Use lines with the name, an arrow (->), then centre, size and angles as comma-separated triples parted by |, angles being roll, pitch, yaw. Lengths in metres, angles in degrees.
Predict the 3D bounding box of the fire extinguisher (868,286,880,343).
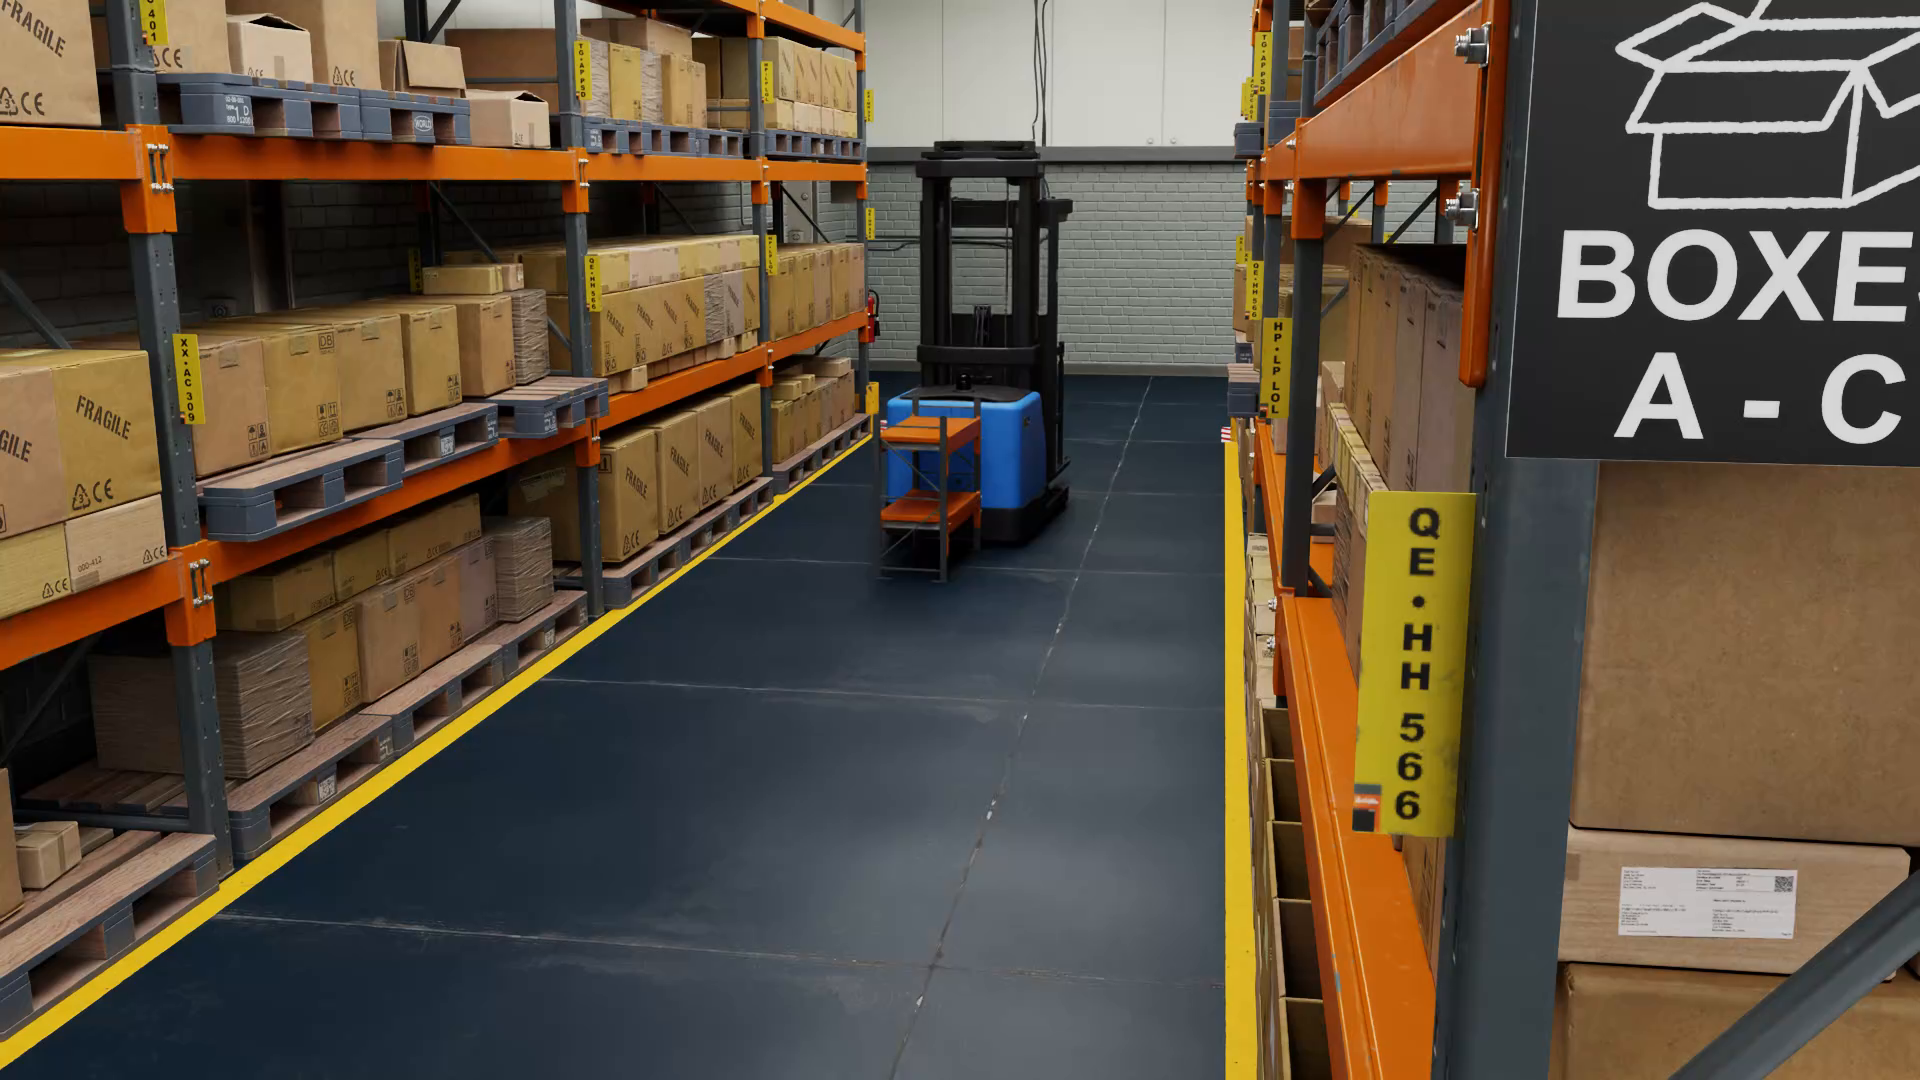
fire extinguisher -> -1.004, -2.468, 17.894 | 0.296, 0.674, 0.183 | 2, 12, 9

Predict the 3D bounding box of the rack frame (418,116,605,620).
rack frame -> -2.713, -1.006, 10.042 | 1.000, 3.000, 0.127 | 2, 12, 9

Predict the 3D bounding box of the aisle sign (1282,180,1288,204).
aisle sign -> 3.133, -3.806, 16.865 | 0.394, 0.787, 0.004 | 2, 12, 9

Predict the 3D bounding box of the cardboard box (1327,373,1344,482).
cardboard box -> 1.859, -0.436, 7.159 | 0.500, 0.500, 0.500 | 2, 12, 9

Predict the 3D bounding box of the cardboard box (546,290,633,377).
cardboard box -> -2.386, -1.303, 10.429 | 0.500, 0.500, 0.500 | 2, 12, 10

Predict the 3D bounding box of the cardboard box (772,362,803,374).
cardboard box -> -1.786, -1.698, 16.649 | 0.380, 0.149, 0.250 | 2, 12, 9

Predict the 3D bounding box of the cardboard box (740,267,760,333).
cardboard box -> -1.920, -1.939, 13.378 | 0.500, 0.500, 0.500 | 2, 12, 8

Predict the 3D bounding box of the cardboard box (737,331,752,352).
cardboard box -> -1.886, -1.593, 13.314 | 0.380, 0.149, 0.250 | 2, 12, 10

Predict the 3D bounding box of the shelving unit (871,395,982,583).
shelving unit -> -0.215, -0.379, 11.584 | 0.538, 1.125, 1.048 | 3, 12, 13

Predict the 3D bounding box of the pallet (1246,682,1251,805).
pallet -> 1.827, 0.940, 7.631 | 1.003, 0.211, 1.213 | 2, 12, 9

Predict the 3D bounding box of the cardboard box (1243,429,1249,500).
cardboard box -> 2.482, -0.579, 12.951 | 0.500, 0.500, 0.500 | 1, 12, 6

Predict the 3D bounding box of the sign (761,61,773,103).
sign -> -1.561, -3.696, 13.430 | 0.100, 0.325, 0.005 | 2, 12, 9

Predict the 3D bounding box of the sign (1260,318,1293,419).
sign -> 1.029, -0.557, 5.396 | 0.100, 0.325, 0.005 | 2, 12, 9

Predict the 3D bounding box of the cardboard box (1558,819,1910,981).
cardboard box -> 0.822, 0.367, 1.893 | 0.380, 0.149, 0.250 | 2, 12, 8

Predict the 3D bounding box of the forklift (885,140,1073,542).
forklift -> 0.283, -1.685, 13.354 | 1.130, 2.935, 3.031 | 3, 12, 13

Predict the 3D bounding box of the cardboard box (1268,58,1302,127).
cardboard box -> 2.216, -2.454, 9.401 | 0.910, 0.500, 0.500 | 2, 12, 9

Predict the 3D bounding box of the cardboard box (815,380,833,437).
cardboard box -> -1.646, -1.297, 16.328 | 0.700, 0.500, 0.500 | 1, 12, 7

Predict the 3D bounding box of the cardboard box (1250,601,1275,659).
cardboard box -> 1.579, 0.440, 7.528 | 0.500, 0.311, 0.500 | 2, 12, 8

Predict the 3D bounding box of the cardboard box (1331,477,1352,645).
cardboard box -> 1.505, 0.030, 4.997 | 0.700, 0.500, 0.500 | 2, 12, 7

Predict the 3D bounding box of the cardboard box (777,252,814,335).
cardboard box -> -1.881, -2.250, 15.100 | 0.980, 0.700, 0.700 | 2, 12, 7

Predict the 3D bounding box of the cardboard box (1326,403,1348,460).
cardboard box -> 1.334, -0.330, 5.128 | 0.380, 0.149, 0.250 | 2, 12, 9

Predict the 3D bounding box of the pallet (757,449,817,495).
pallet -> -1.904, -0.631, 14.923 | 1.003, 0.211, 1.213 | 2, 12, 9

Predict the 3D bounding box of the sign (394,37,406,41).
sign -> -3.261, -2.784, 9.755 | 0.100, 0.325, 0.005 | 2, 12, 9

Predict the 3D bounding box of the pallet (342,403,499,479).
pallet -> -2.977, -0.499, 8.144 | 1.003, 0.211, 1.213 | 2, 12, 9

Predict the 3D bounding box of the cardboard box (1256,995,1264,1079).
cardboard box -> 1.032, 1.420, 4.316 | 0.500, 0.250, 0.500 | 2, 12, 9

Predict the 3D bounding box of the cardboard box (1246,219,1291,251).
cardboard box -> 2.851, -2.647, 15.044 | 0.500, 0.500, 0.500 | 2, 12, 8

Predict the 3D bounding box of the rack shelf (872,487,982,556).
rack shelf -> -0.215, -0.140, 11.635 | 0.538, 0.278, 1.000 | 3, 12, 13

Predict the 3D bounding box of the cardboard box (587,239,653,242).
cardboard box -> -2.572, -2.109, 12.387 | 0.500, 0.250, 0.500 | 1, 12, 7

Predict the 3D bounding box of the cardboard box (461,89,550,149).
cardboard box -> -2.557, -2.280, 8.998 | 0.500, 0.311, 0.500 | 2, 12, 9

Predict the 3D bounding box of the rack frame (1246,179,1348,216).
rack frame -> 3.412, -2.512, 17.029 | 1.000, 3.000, 0.127 | 2, 12, 9

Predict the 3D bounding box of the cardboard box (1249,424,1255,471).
cardboard box -> 2.251, -0.633, 11.422 | 0.500, 0.250, 0.500 | 2, 12, 8

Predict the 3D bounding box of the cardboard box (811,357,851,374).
cardboard box -> -1.332, -1.790, 17.078 | 0.380, 0.149, 0.250 | 2, 12, 8

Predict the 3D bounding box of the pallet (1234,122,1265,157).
pallet -> 2.471, -2.704, 11.247 | 1.213, 0.211, 1.003 | 2, 12, 9

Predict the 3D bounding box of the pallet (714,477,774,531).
pallet -> -2.142, -0.313, 13.443 | 1.003, 0.211, 1.213 | 2, 12, 9

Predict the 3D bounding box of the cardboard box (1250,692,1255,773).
cardboard box -> 1.502, 0.818, 7.110 | 0.500, 0.250, 0.500 | 2, 12, 10

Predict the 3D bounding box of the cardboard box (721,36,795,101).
cardboard box -> -1.712, -3.992, 14.119 | 0.500, 0.500, 0.500 | 2, 12, 8

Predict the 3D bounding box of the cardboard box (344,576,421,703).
cardboard box -> -3.084, 0.465, 8.103 | 0.700, 0.500, 0.500 | 2, 12, 9

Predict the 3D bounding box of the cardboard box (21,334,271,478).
cardboard box -> -3.217, -0.542, 6.608 | 0.700, 0.500, 0.500 | 2, 12, 9

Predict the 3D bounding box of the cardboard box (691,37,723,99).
cardboard box -> -2.221, -4.006, 14.182 | 0.500, 0.500, 0.500 | 2, 12, 8

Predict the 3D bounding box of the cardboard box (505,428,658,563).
cardboard box -> -2.471, -0.309, 10.915 | 0.750, 0.750, 0.750 | 2, 12, 8

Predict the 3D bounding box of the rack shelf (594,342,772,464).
rack shelf -> -2.406, -1.071, 12.050 | 1.077, 0.370, 4.000 | 2, 12, 9

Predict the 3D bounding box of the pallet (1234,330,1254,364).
pallet -> 2.566, -1.422, 12.430 | 1.003, 0.211, 1.213 | 2, 12, 9

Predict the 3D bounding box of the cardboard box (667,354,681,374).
cardboard box -> -2.209, -1.274, 11.833 | 0.380, 0.149, 0.250 | 2, 12, 9

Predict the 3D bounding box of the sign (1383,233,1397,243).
sign -> 3.346, -2.228, 12.963 | 0.100, 0.325, 0.005 | 2, 12, 9

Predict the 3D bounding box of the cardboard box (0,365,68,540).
cardboard box -> -3.167, -0.264, 5.127 | 0.500, 0.500, 0.500 | 2, 12, 8

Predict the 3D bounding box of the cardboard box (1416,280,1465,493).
cardboard box -> 1.196, -0.187, 2.923 | 0.700, 0.500, 0.500 | 2, 12, 9

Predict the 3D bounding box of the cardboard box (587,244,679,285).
cardboard box -> -2.234, -1.879, 11.322 | 0.500, 0.250, 0.500 | 2, 12, 9

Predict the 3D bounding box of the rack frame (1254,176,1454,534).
rack frame -> 2.182, -0.846, 9.301 | 1.000, 3.000, 0.127 | 2, 12, 9

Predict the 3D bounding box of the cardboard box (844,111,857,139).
cardboard box -> -1.333, -4.158, 16.668 | 0.500, 0.250, 0.500 | 2, 12, 10

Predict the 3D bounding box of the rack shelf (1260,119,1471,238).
rack shelf -> 1.874, -1.545, 7.129 | 1.077, 0.370, 4.000 | 2, 12, 9

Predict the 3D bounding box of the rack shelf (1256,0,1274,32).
rack shelf -> 2.489, -3.648, 10.719 | 1.077, 0.370, 4.000 | 2, 12, 9

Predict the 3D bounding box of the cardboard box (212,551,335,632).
cardboard box -> -3.168, 0.221, 7.456 | 0.500, 0.250, 0.500 | 2, 12, 7

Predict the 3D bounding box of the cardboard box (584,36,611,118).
cardboard box -> -2.666, -2.951, 10.666 | 0.700, 0.500, 0.500 | 1, 12, 6
